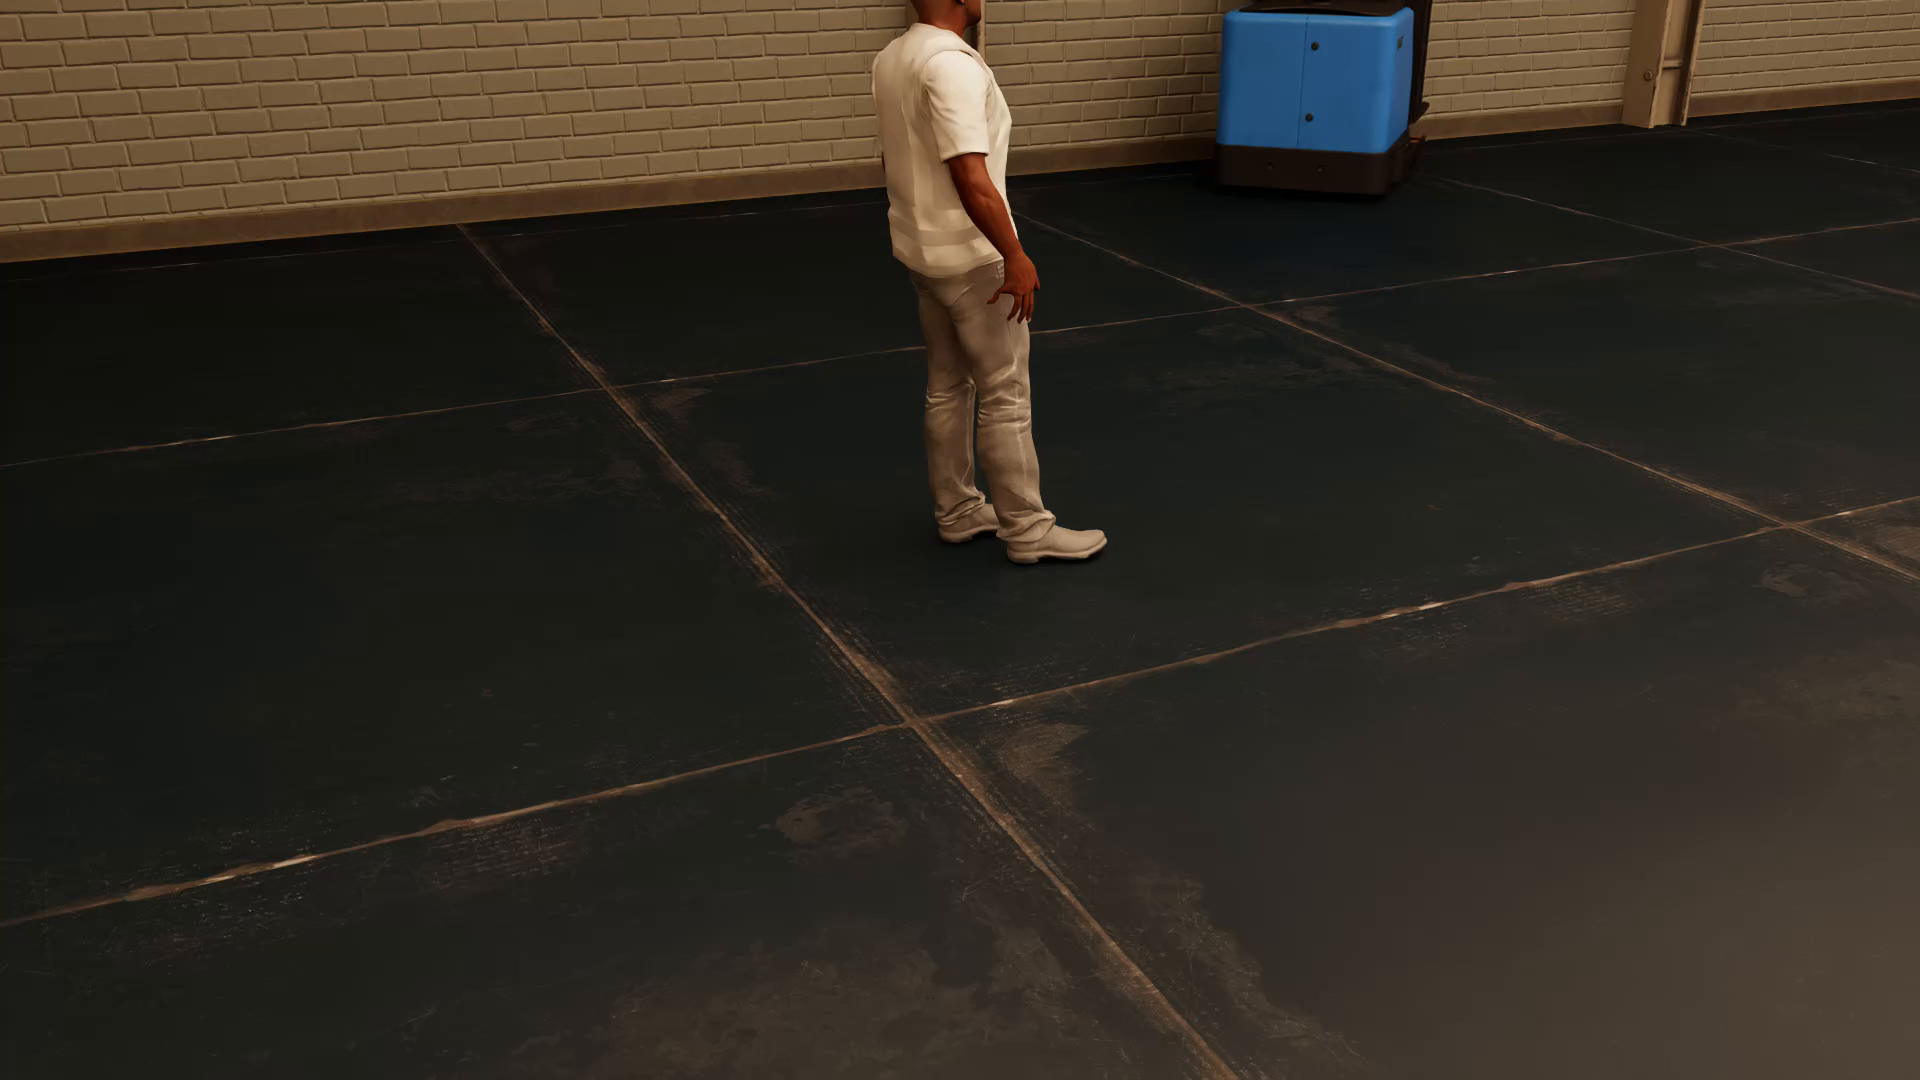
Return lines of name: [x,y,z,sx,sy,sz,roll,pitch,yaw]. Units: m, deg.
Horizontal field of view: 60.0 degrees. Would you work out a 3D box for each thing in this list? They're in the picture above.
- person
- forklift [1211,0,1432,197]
person: [0.065,-0.831,4.787,0.577,1.765,0.665,-10,25,-23]
forklift: [2.542,-3.929,10.745,1.130,2.935,3.031,8,24,19]
